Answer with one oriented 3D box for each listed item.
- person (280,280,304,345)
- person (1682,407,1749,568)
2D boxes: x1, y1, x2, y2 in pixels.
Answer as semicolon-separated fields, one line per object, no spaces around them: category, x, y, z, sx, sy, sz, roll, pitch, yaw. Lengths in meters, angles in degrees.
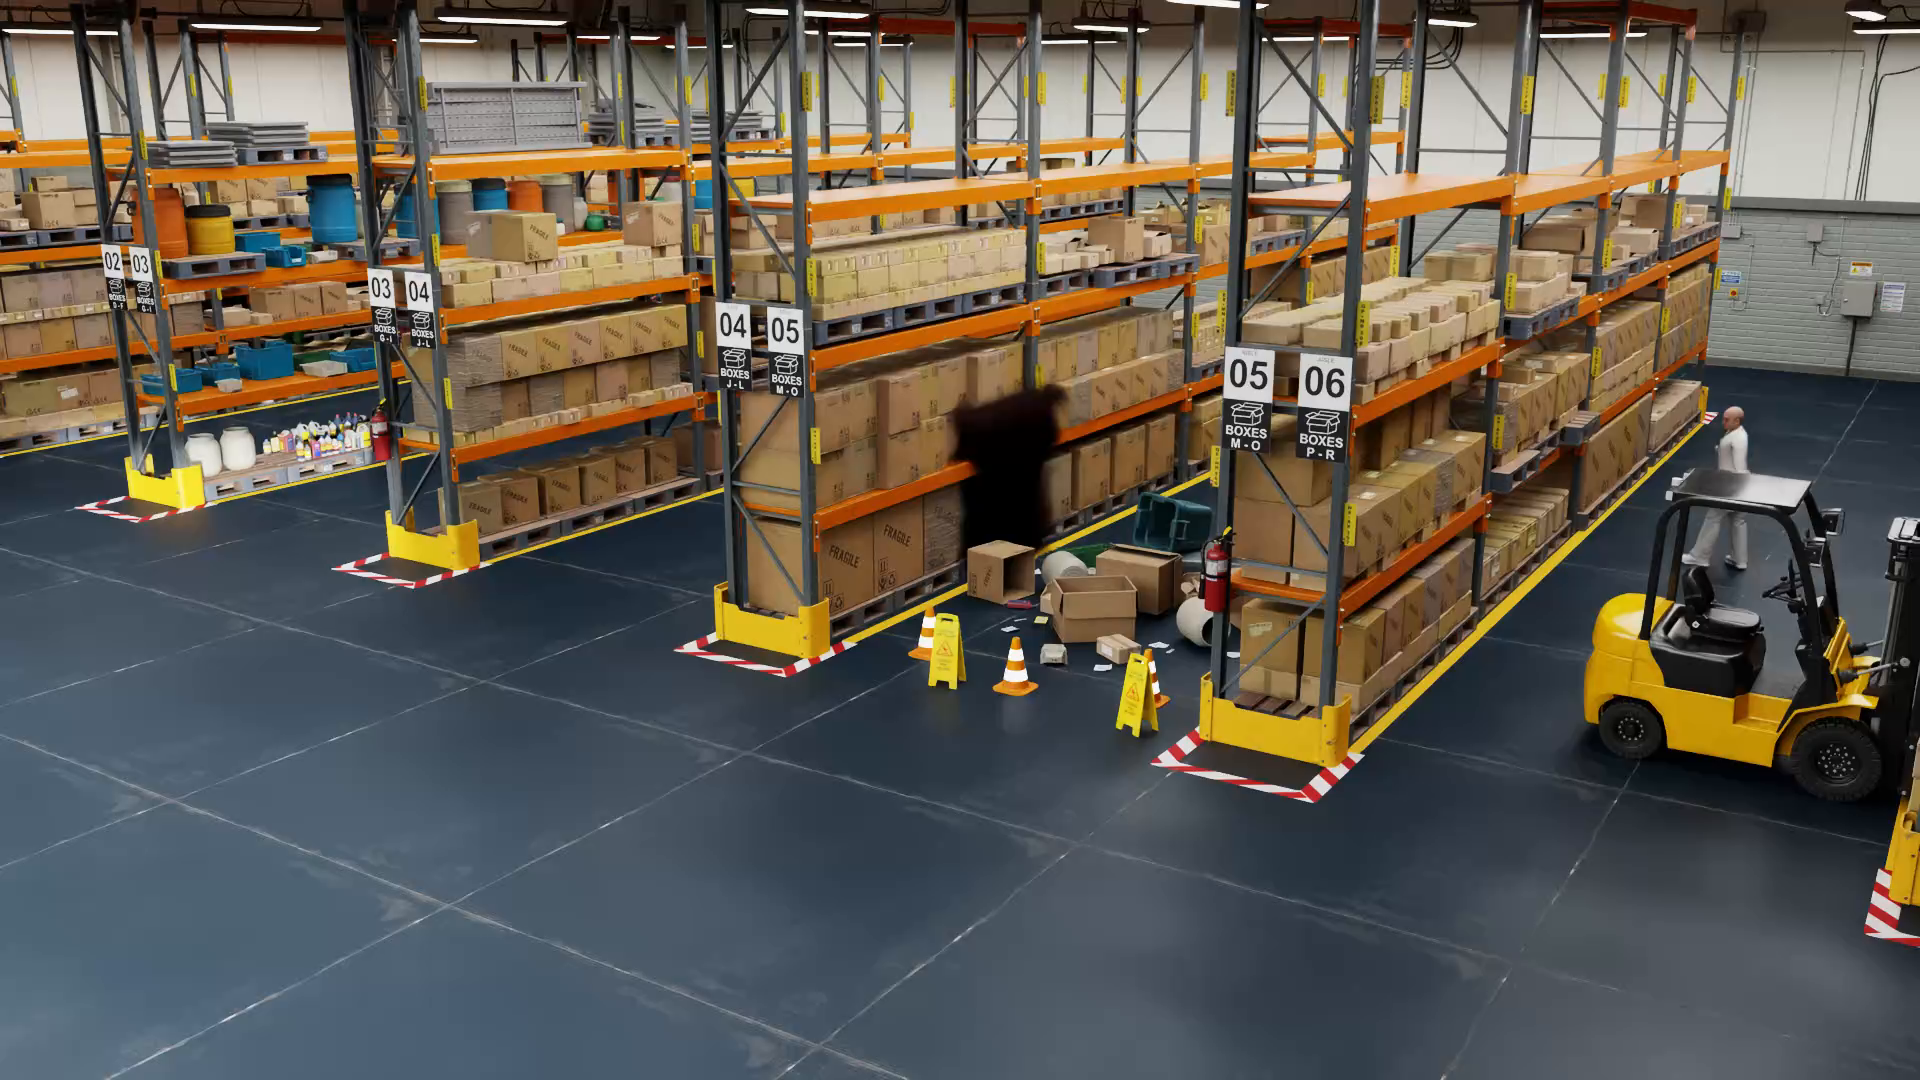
person;-12.122;-3.915;29.994;0.540;1.781;0.639;-1;16;-4
person;8.293;-0.589;18.054;0.688;1.767;0.617;15;21;42
